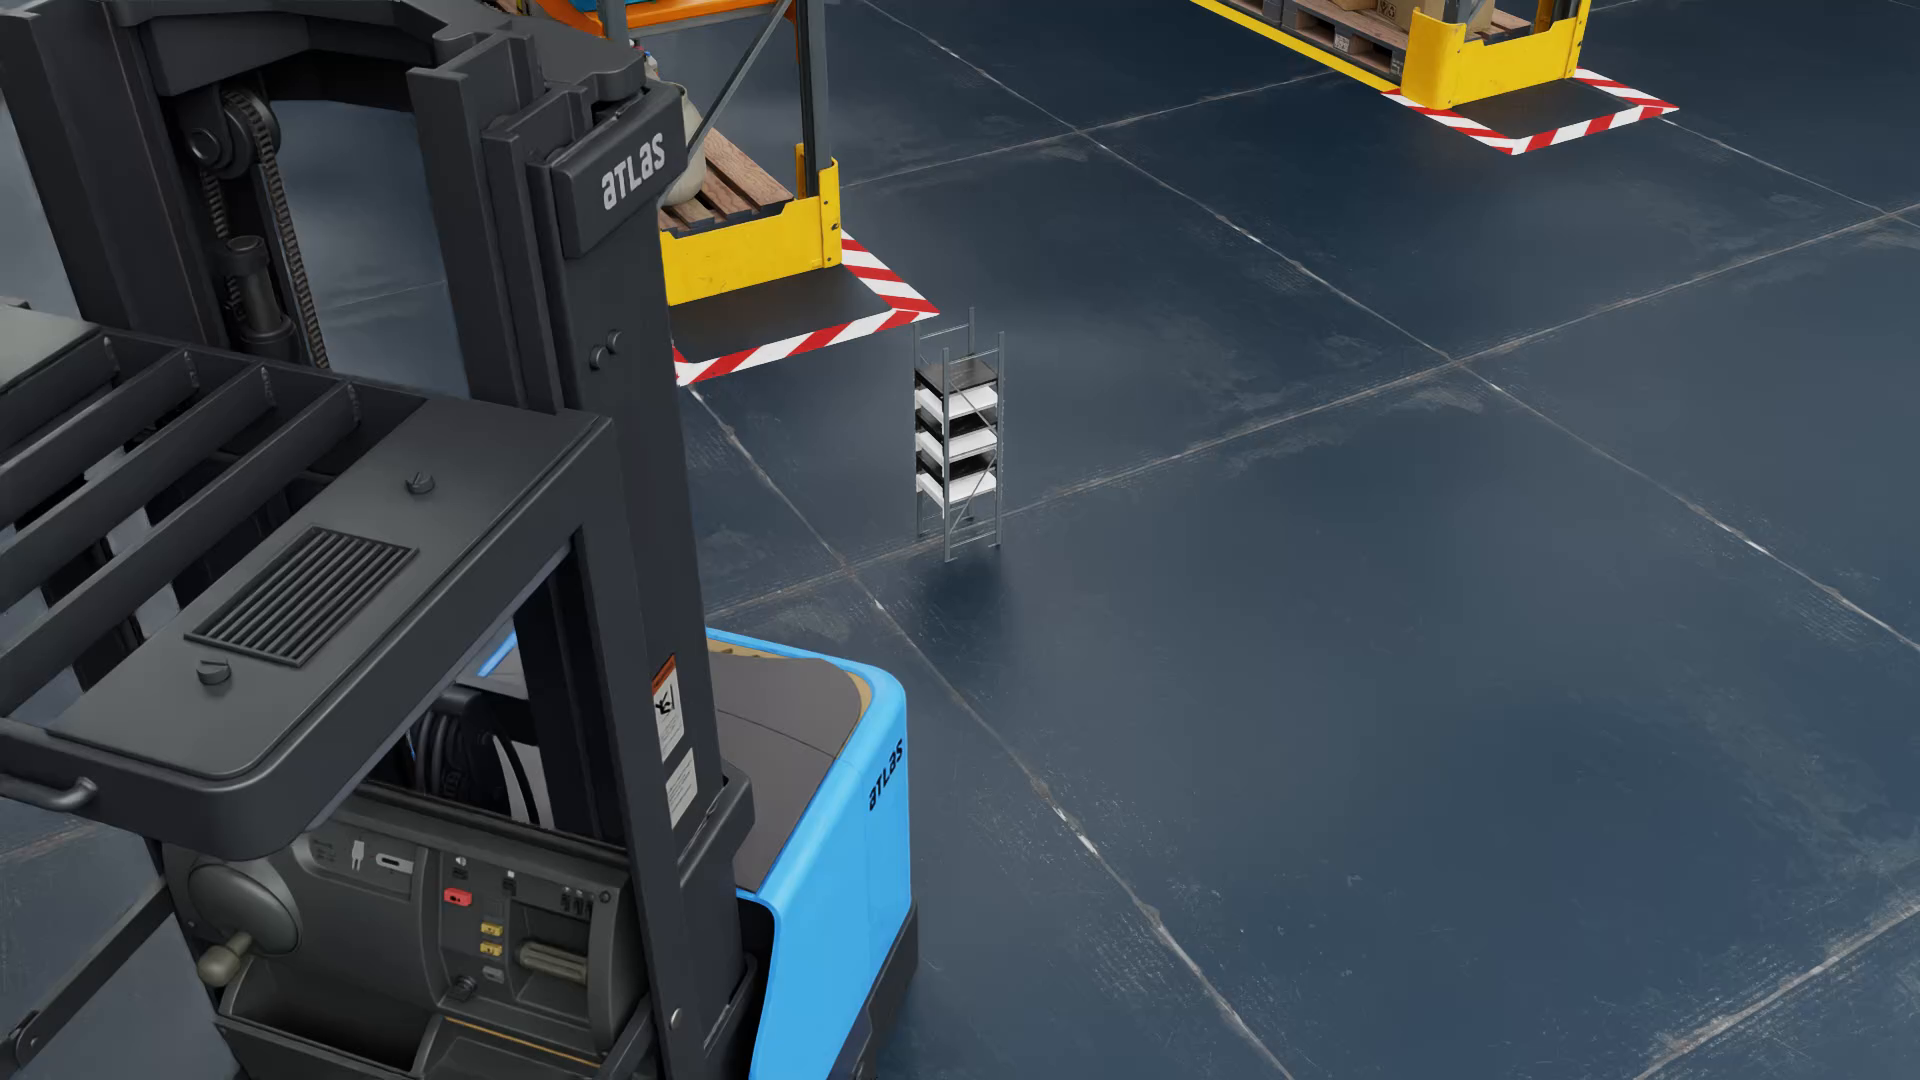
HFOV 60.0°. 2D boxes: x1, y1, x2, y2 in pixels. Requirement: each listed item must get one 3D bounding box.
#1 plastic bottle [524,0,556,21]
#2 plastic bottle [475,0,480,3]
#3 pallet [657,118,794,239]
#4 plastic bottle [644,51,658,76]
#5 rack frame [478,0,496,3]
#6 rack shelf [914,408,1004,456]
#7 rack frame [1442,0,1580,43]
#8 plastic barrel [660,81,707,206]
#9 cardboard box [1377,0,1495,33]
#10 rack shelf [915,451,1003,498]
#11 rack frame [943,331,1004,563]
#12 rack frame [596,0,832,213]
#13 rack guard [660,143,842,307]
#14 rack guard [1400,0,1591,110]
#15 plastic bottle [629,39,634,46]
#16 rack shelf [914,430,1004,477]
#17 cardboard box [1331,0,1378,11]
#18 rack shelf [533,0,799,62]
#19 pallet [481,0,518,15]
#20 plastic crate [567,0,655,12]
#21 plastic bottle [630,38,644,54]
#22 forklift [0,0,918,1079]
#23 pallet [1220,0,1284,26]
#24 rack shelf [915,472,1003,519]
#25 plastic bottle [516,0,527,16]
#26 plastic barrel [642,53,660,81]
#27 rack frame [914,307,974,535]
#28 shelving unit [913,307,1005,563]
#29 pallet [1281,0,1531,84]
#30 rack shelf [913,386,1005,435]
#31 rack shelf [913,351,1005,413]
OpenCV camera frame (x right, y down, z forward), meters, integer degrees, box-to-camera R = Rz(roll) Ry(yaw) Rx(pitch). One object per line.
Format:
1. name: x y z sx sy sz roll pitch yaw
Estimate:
1. plastic bottle: -2.519 -3.173 9.988 0.152 0.276 0.135 -19 40 -24
2. plastic bottle: -2.902 -3.109 9.837 0.144 0.351 0.185 -19 40 -24
3. pallet: -1.546 -1.768 8.492 1.003 0.211 1.213 -19 40 -24
4. plastic bottle: -1.705 -2.546 9.133 0.097 0.271 0.097 0 36 0
5. rack frame: -3.073 -4.493 9.859 1.000 3.000 0.127 -19 40 -24
6. rack shelf: -0.004 -0.413 5.957 0.258 0.077 0.200 -19 40 -24
7. rack frame: 3.219 -3.921 9.075 1.000 3.000 0.127 -19 40 -24
8. plastic barrel: -1.460 -1.931 8.104 0.421 0.512 0.421 0 36 0
9. cardboard box: 2.920 -3.405 10.132 0.500 0.500 0.500 -12 38 -16
10. rack shelf: -0.004 -0.268 6.063 0.258 0.077 0.200 -19 40 -24
11. rack frame: 0.047 -0.316 5.919 0.240 0.900 0.006 -19 40 -24
12. rack frame: -1.064 -2.453 7.066 1.000 3.000 0.127 -19 40 -24
13. rack guard: -1.142 -1.469 7.837 1.175 0.500 0.348 -19 40 -24
14. rack guard: 3.181 -2.950 9.866 1.175 0.500 0.348 -19 40 -24
15. plastic bottle: -1.877 -2.721 9.372 0.097 0.271 0.097 0 36 0
16. rack shelf: -0.004 -0.341 6.010 0.258 0.077 0.200 -19 40 -24
17. cardboard box: 2.590 -3.699 10.535 0.500 0.500 0.500 -9 37 -12
18. rack shelf: -2.068 -3.183 8.675 1.077 0.370 4.000 -19 40 -24
19. pallet: -2.772 -3.012 10.195 1.003 0.211 1.213 -19 40 -24
20. plastic crate: -1.574 -2.560 7.338 0.499 0.251 0.616 -19 40 -24
21. plastic bottle: -1.803 -2.672 9.295 0.061 0.283 0.133 -18 40 -23
22. forklift: -1.083 0.726 2.771 1.130 2.935 3.031 12 38 16
23. pallet: 2.194 -3.880 11.383 1.003 0.211 1.213 -19 40 -24
24. rack shelf: -0.004 -0.195 6.116 0.258 0.077 0.200 -19 40 -24
25. plastic bottle: -2.625 -3.315 10.119 0.144 0.351 0.185 -19 40 -24
26. plastic barrel: -1.712 -2.187 8.454 0.421 0.512 0.421 0 36 0
27. rack frame: -0.055 -0.419 6.061 0.240 0.900 0.006 -19 40 -24
28. shelving unit: -0.004 -0.368 5.990 0.258 0.900 0.210 -19 40 -24
29. pallet: 2.803 -3.258 10.532 1.003 0.211 1.213 -19 40 -24
30. rack shelf: -0.004 -0.486 5.904 0.258 0.077 0.200 -19 40 -24
31. rack shelf: -0.004 -0.559 5.851 0.258 0.077 0.200 -19 40 -24
